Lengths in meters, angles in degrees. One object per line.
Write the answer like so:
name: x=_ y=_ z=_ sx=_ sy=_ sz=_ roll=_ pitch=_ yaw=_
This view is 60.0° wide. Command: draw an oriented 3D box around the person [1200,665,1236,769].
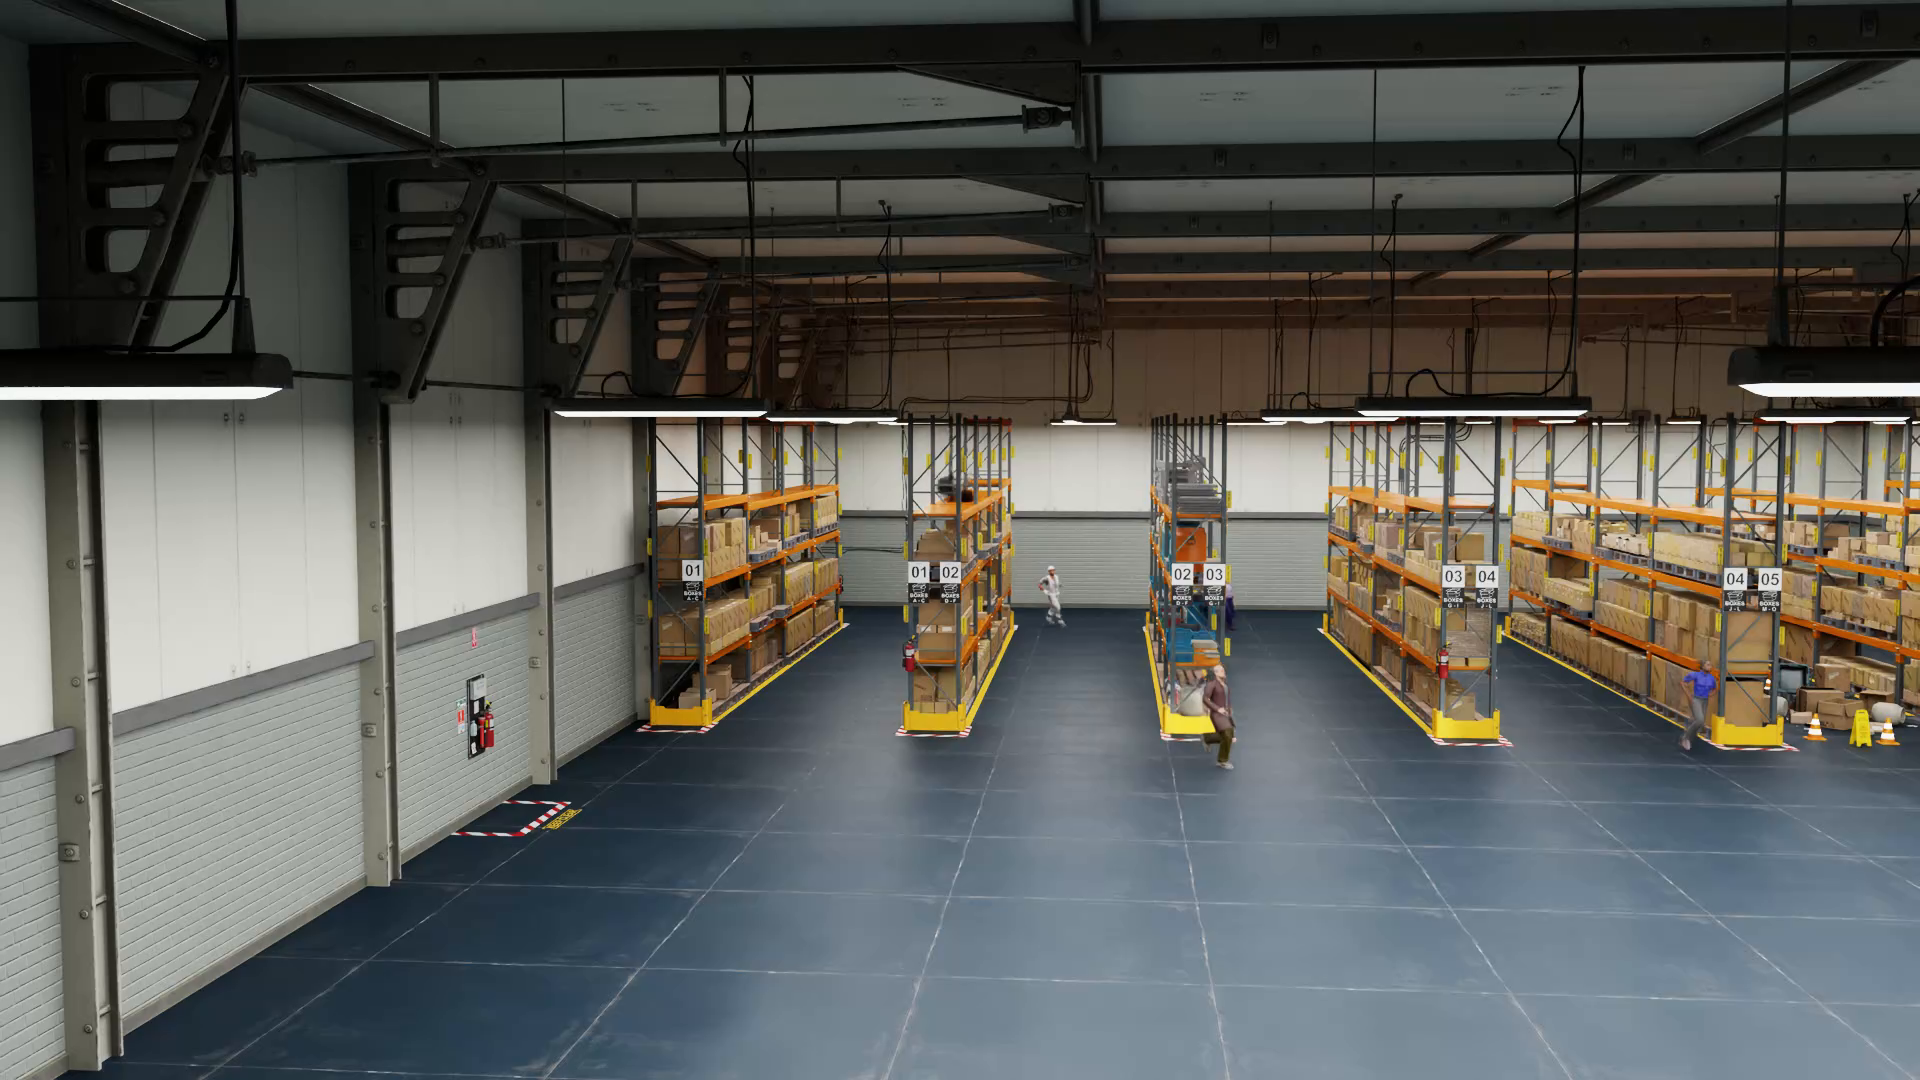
person: x=4.343 y=2.975 z=28.141 sx=0.714 sy=1.733 sz=0.742 roll=3 pitch=5 yaw=36

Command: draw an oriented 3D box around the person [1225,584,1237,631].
person: x=7.504 y=1.754 z=47.102 sx=0.664 sy=1.586 sz=0.649 roll=-2 pitch=4 yaw=-27

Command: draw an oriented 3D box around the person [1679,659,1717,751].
person: x=13.150 y=2.925 z=29.578 sx=0.613 sy=1.625 sz=0.601 roll=-1 pitch=4 yaw=-19

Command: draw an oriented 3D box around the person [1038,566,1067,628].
person: x=2.638 y=1.624 z=47.797 sx=0.812 sy=1.792 sz=0.662 roll=3 pitch=5 yaw=41
